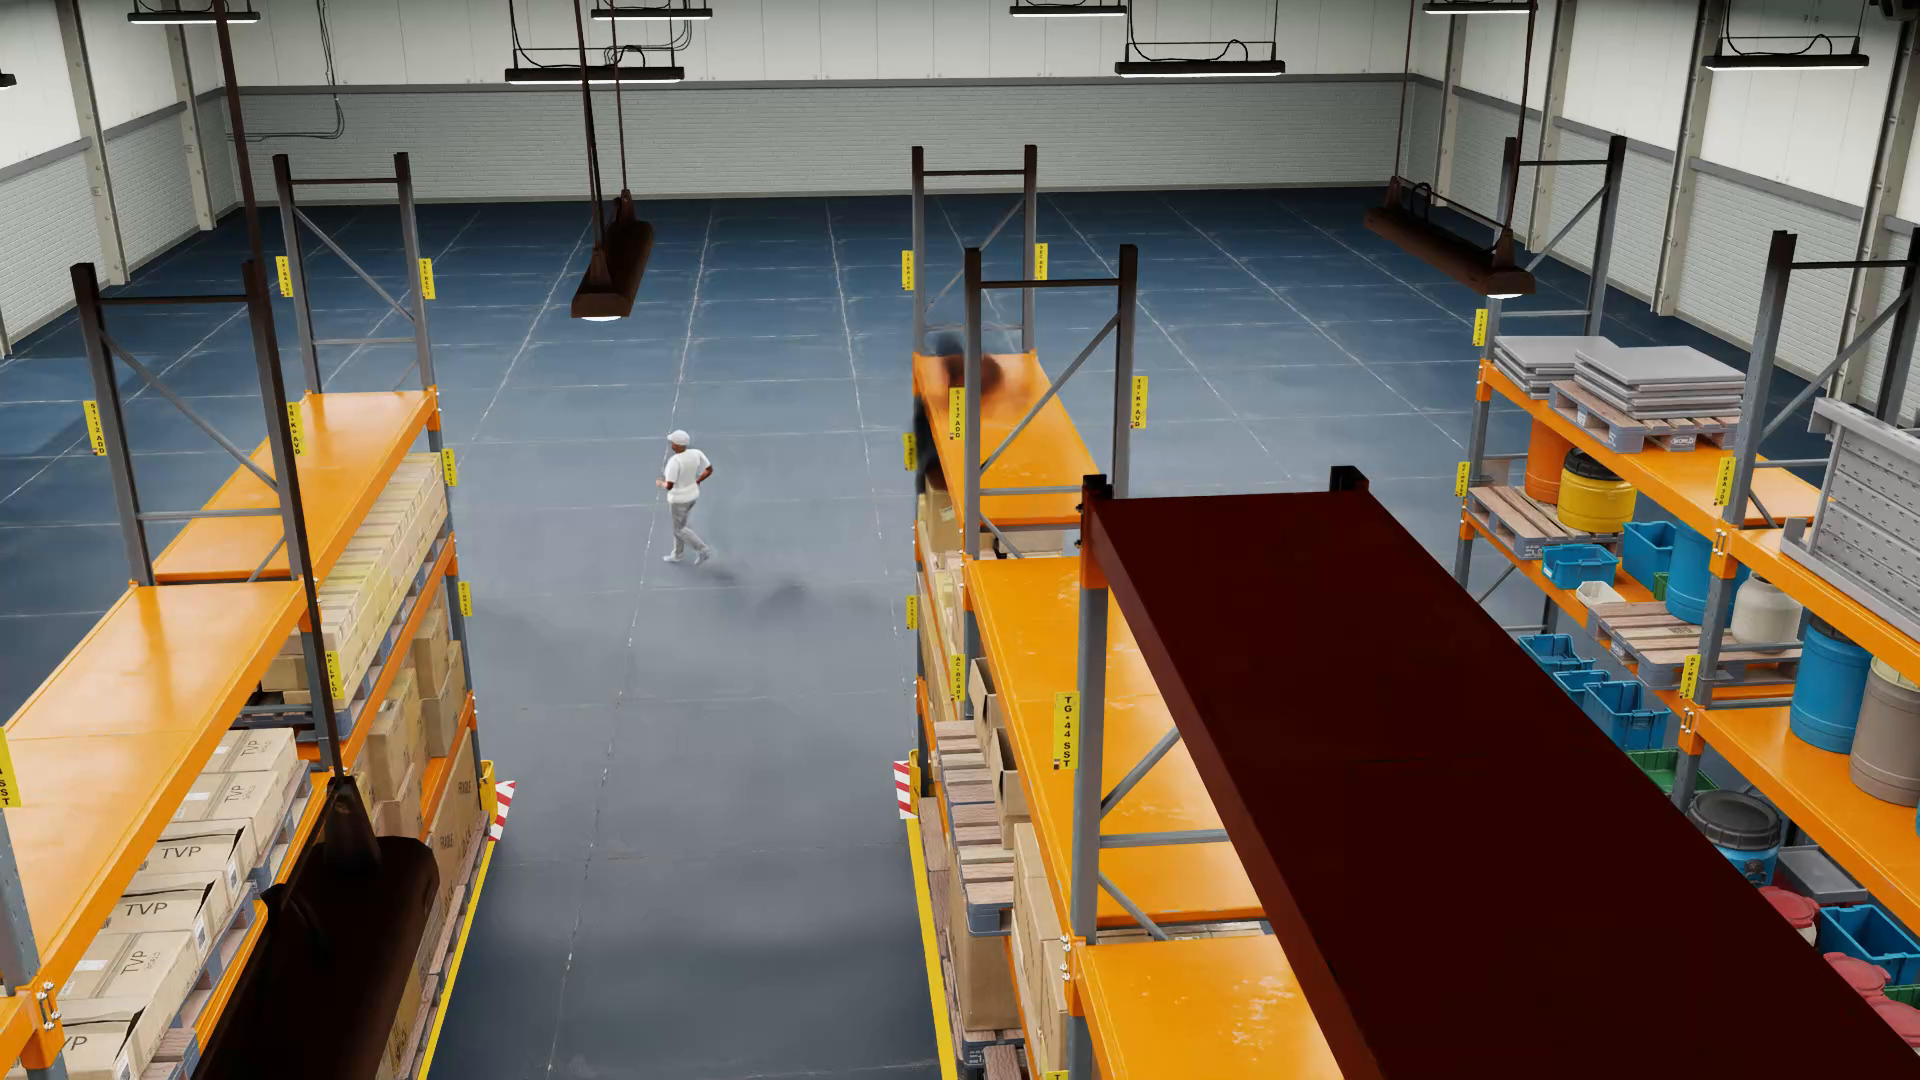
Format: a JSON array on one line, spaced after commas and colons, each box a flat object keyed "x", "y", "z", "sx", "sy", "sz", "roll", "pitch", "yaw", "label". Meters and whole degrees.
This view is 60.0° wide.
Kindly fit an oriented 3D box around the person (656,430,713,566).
[{"x": -3.394, "y": -0.503, "z": 20.516, "sx": 0.826, "sy": 1.770, "sz": 0.701, "roll": 11, "pitch": 24, "yaw": 25, "label": "person"}]
